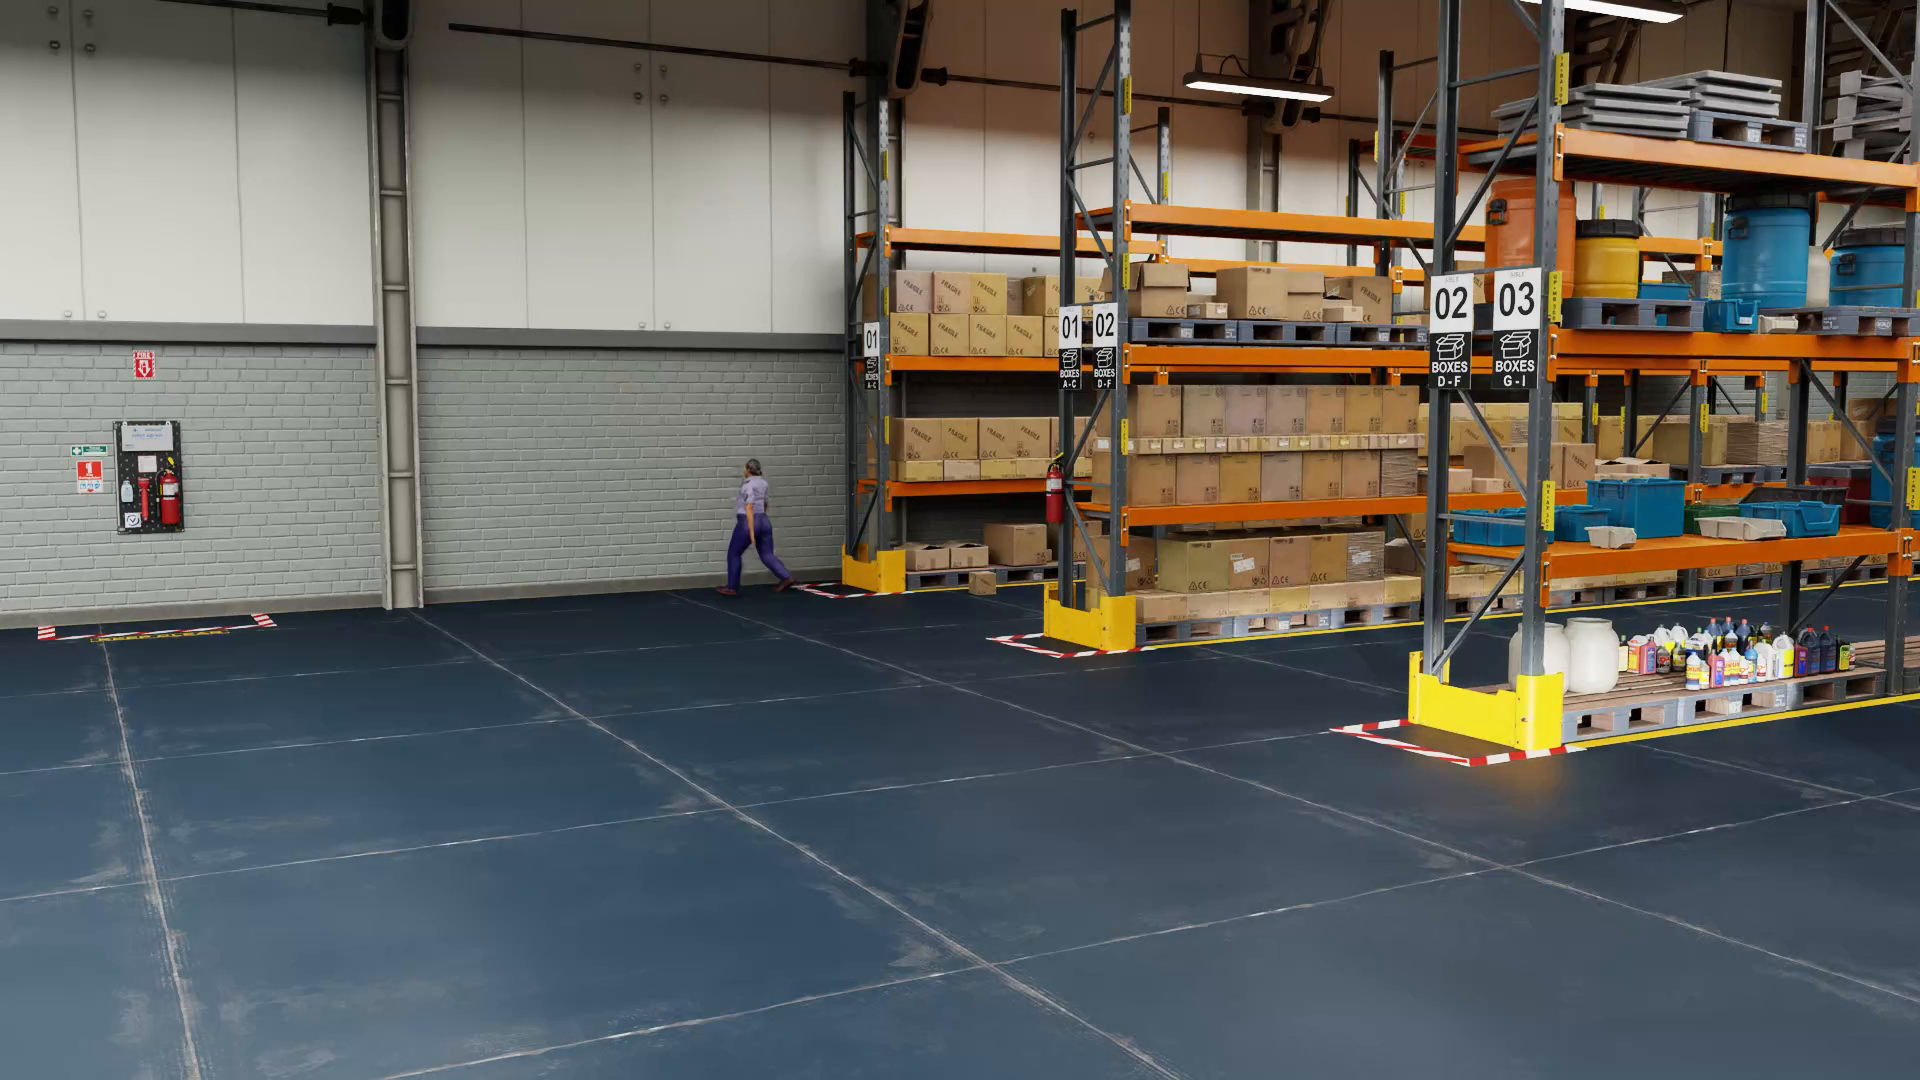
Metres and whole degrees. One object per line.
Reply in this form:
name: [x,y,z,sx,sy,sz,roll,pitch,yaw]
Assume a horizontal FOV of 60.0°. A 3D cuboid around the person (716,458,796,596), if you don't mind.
person: [-2.358,-0.146,19.257,1.005,1.598,0.482,4,6,37]
